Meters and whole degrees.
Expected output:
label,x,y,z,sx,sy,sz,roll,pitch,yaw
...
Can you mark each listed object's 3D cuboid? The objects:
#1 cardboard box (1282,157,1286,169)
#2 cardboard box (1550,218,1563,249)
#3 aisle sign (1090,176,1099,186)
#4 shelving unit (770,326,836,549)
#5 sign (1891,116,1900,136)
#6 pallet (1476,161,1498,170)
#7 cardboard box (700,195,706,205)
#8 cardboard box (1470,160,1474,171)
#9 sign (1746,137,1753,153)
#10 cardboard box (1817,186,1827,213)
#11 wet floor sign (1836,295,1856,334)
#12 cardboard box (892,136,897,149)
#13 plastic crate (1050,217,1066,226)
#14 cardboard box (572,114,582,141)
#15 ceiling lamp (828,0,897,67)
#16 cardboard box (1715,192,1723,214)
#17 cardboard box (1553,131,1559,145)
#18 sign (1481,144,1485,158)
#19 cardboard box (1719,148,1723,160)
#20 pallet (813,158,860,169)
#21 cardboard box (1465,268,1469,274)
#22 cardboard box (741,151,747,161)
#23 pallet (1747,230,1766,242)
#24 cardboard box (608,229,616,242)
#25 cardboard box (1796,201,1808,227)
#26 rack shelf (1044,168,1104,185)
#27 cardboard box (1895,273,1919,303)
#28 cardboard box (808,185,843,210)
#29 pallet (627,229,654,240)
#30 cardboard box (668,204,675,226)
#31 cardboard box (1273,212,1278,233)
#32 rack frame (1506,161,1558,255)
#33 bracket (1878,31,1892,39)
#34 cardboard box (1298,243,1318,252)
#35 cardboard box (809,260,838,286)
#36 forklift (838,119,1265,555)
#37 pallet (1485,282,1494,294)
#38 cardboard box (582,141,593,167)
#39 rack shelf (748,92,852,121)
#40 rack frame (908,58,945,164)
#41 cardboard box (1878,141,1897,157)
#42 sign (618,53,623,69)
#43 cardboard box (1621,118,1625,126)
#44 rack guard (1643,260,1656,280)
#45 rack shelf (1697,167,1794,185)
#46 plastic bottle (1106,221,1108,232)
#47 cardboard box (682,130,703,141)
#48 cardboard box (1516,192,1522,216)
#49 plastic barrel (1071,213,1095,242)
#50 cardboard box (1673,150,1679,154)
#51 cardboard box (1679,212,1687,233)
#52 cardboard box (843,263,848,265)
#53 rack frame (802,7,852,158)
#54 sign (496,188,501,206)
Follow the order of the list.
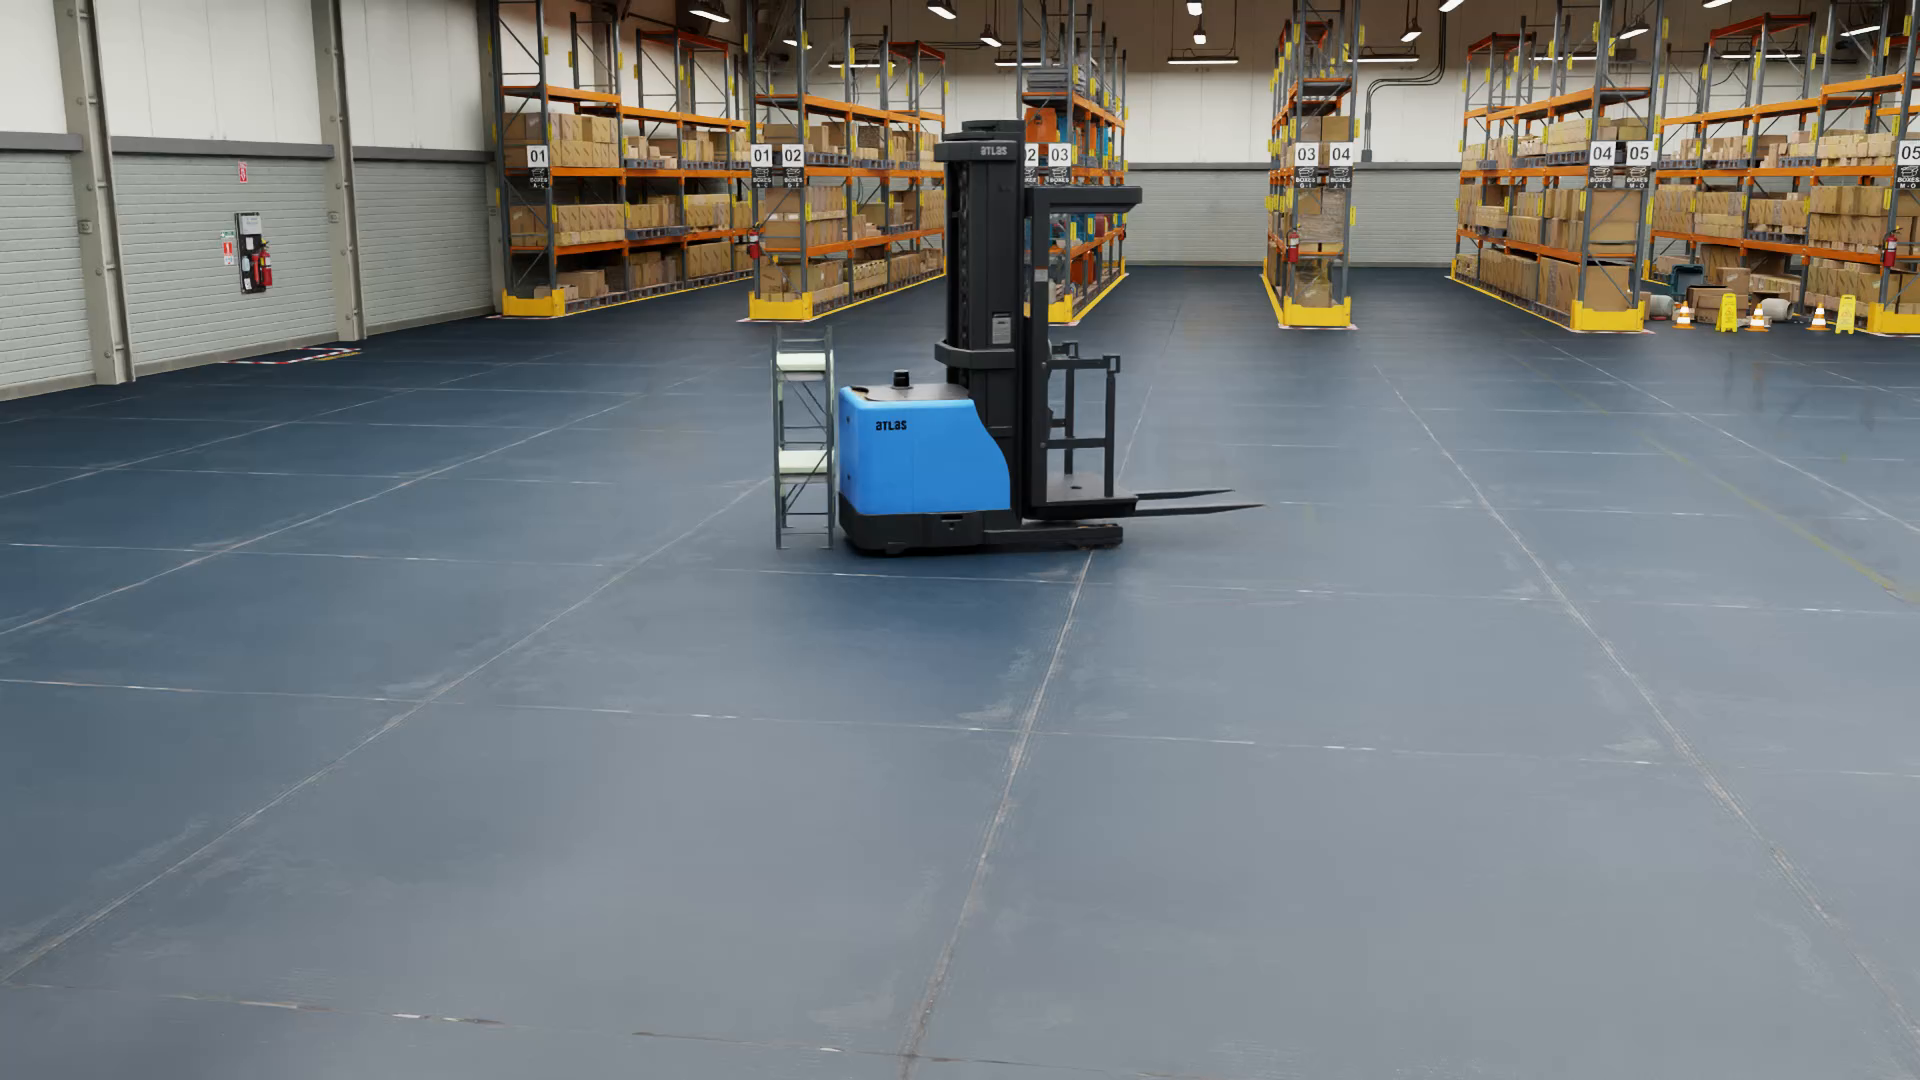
label,x,y,z,sx,sy,sz,roll,pitch,yaw
cardboard box,7.171,-8.088,35.638,0.500,0.250,0.500,2,12,10
cardboard box,11.607,-5.757,31.229,0.875,0.550,0.550,2,12,9
aisle sign,3.698,-10.120,45.660,0.394,0.787,0.004,2,12,9
shelving unit,-1.114,-0.750,11.912,0.431,1.500,0.755,-1,12,-3
sign,15.660,-6.934,27.824,0.100,0.325,0.005,2,12,9
pallet,12.944,-8.899,39.492,1.213,0.211,1.003,2,12,9
cardboard box,-6.560,-8.353,40.862,0.500,0.250,0.500,2,12,9
cardboard box,13.196,-9.466,42.032,0.500,0.250,0.500,2,12,8
sign,16.889,-8.455,35.571,0.100,0.325,0.005,2,12,9
cardboard box,16.439,-6.338,30.965,0.700,0.500,0.500,2,12,9
wet floor sign,15.119,-3.856,28.356,0.267,0.644,0.232,7,14,28
cardboard box,-1.882,-9.542,40.559,0.600,0.600,0.600,1,12,6
plastic crate,2.199,-6.864,36.571,0.402,0.464,0.583,2,12,9
cardboard box,-7.776,-8.111,32.730,0.500,0.500,0.500,2,12,10
ceiling lamp,-2.901,-15.408,48.276,2.000,3.185,0.800,2,12,9
cardboard box,17.496,-7.647,37.744,0.500,0.500,0.500,2,12,8
cardboard box,11.486,-7.579,31.337,0.500,0.250,0.500,2,12,8
sign,12.607,-9.385,40.072,0.100,0.325,0.005,2,12,9
cardboard box,17.424,-8.747,37.664,0.396,0.266,0.258,3,13,13
pallet,-2.636,-8.045,35.535,0.805,0.209,1.217,1,12,6
cardboard box,13.138,-6.873,42.534,0.380,0.149,0.250,2,12,9
cardboard box,-5.965,-10.201,44.209,0.500,0.250,0.500,2,12,7
pallet,17.432,-6.432,35.174,1.213,0.211,1.003,2,12,9
cardboard box,-7.513,-6.372,34.749,0.500,0.250,0.500,2,12,9
cardboard box,16.665,-6.348,32.389,0.500,0.500,0.500,2,12,8
rack shelf,2.442,-7.857,35.921,1.077,0.370,4.000,2,12,9
cardboard box,16.606,-4.404,29.058,0.500,0.500,0.500,1,12,7
cardboard box,-2.821,-7.078,34.401,0.700,0.500,0.500,2,12,9
pallet,-7.393,-6.708,36.455,1.003,0.211,1.213,2,12,9
cardboard box,-7.102,-7.646,39.070,0.700,0.500,0.500,0,12,2
cardboard box,7.865,-7.688,40.309,0.500,0.500,0.500,2,12,9
rack frame,12.529,-6.817,36.505,1.000,3.000,0.127,2,12,9
bracket,24.462,-13.332,43.953,0.235,0.232,0.430,2,12,9
cardboard box,6.253,-5.277,29.953,0.380,0.149,0.250,2,12,9
cardboard box,-2.776,-5.404,33.698,0.500,0.500,0.500,2,12,9
forklift,0.676,-1.471,11.863,3.031,2.935,1.130,-3,12,-13
pallet,12.841,-5.870,38.728,1.003,0.211,1.213,2,12,9
cardboard box,-7.716,-7.732,33.348,0.500,0.500,0.500,3,12,12
rack shelf,-3.067,-8.457,32.531,1.077,0.370,4.000,2,12,9
rack frame,-0.914,-11.918,45.936,1.000,3.000,0.127,2,12,9
cardboard box,16.018,-6.666,28.334,0.500,0.250,0.500,2,12,8
sign,-7.121,-10.054,34.880,0.100,0.325,0.005,2,12,9
cardboard box,11.704,-7.250,28.866,0.380,0.149,0.250,2,12,9
rack guard,18.670,-7.126,43.872,1.175,0.500,0.348,2,12,9
rack shelf,17.743,-8.209,37.550,1.077,0.370,4.000,2,12,9
plastic bottle,3.633,-7.793,41.309,0.061,0.283,0.133,2,12,9
cardboard box,-6.759,-10.115,41.628,0.500,0.250,0.500,1,12,7
cardboard box,12.450,-7.261,35.957,0.700,0.500,0.500,2,12,8
plastic barrel,2.493,-6.642,34.504,0.600,0.901,0.708,2,12,9
cardboard box,18.686,-9.893,42.782,0.500,0.250,0.500,1,12,3
cardboard box,17.943,-7.771,40.696,0.500,0.500,0.500,2,12,7
cardboard box,-2.746,-6.033,37.068,0.500,0.311,0.500,2,12,8
rack frame,-2.759,-9.420,34.345,1.000,3.000,0.127,2,12,9
sign,-8.815,-6.557,31.802,0.100,0.325,0.005,2,12,9
